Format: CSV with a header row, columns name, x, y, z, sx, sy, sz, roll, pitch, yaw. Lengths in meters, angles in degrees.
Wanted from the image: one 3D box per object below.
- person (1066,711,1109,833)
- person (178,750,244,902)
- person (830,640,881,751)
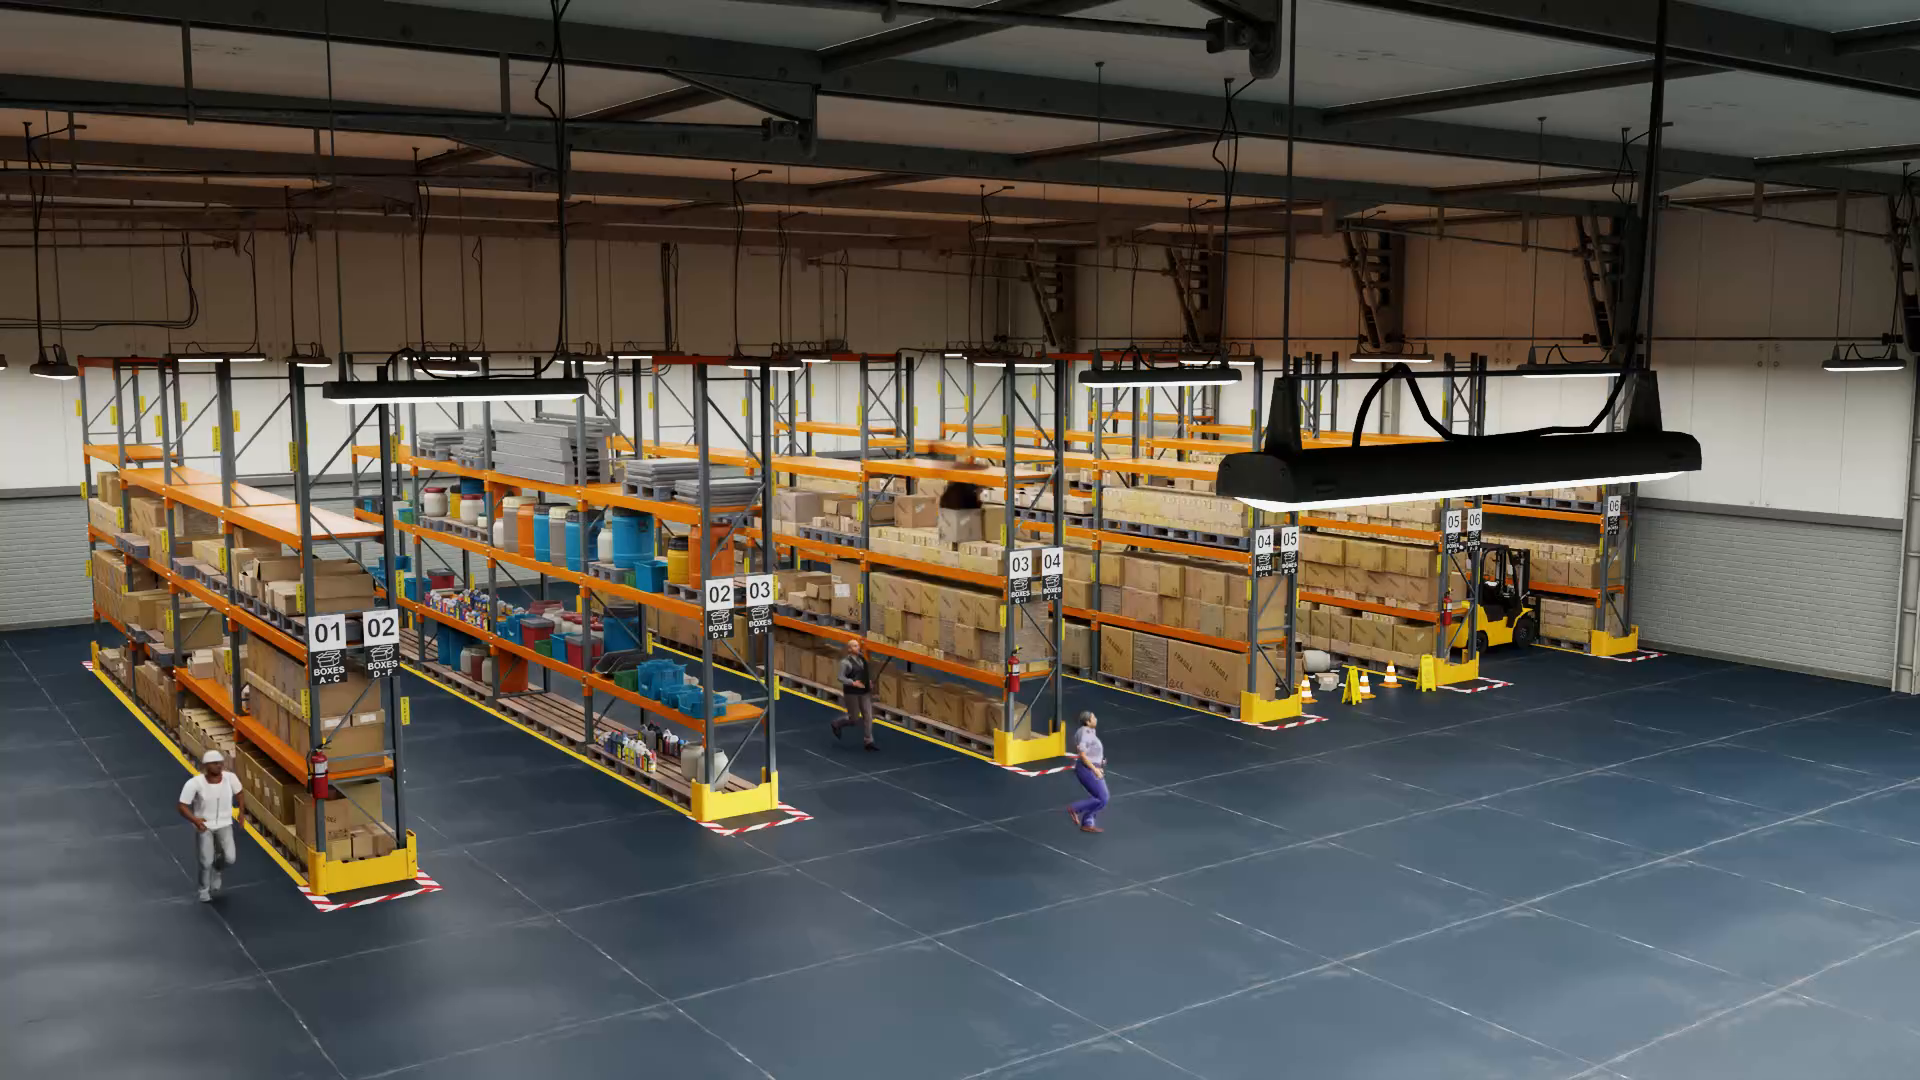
name,x,y,z,sx,sy,sz,roll,pitch,yaw
person,1.616,2.975,21.314,0.552,1.606,0.617,-1,7,-7
person,-8.395,3.210,18.754,0.750,1.704,0.537,-6,9,-42
person,-1.590,2.378,25.696,0.971,1.689,0.676,6,9,43
